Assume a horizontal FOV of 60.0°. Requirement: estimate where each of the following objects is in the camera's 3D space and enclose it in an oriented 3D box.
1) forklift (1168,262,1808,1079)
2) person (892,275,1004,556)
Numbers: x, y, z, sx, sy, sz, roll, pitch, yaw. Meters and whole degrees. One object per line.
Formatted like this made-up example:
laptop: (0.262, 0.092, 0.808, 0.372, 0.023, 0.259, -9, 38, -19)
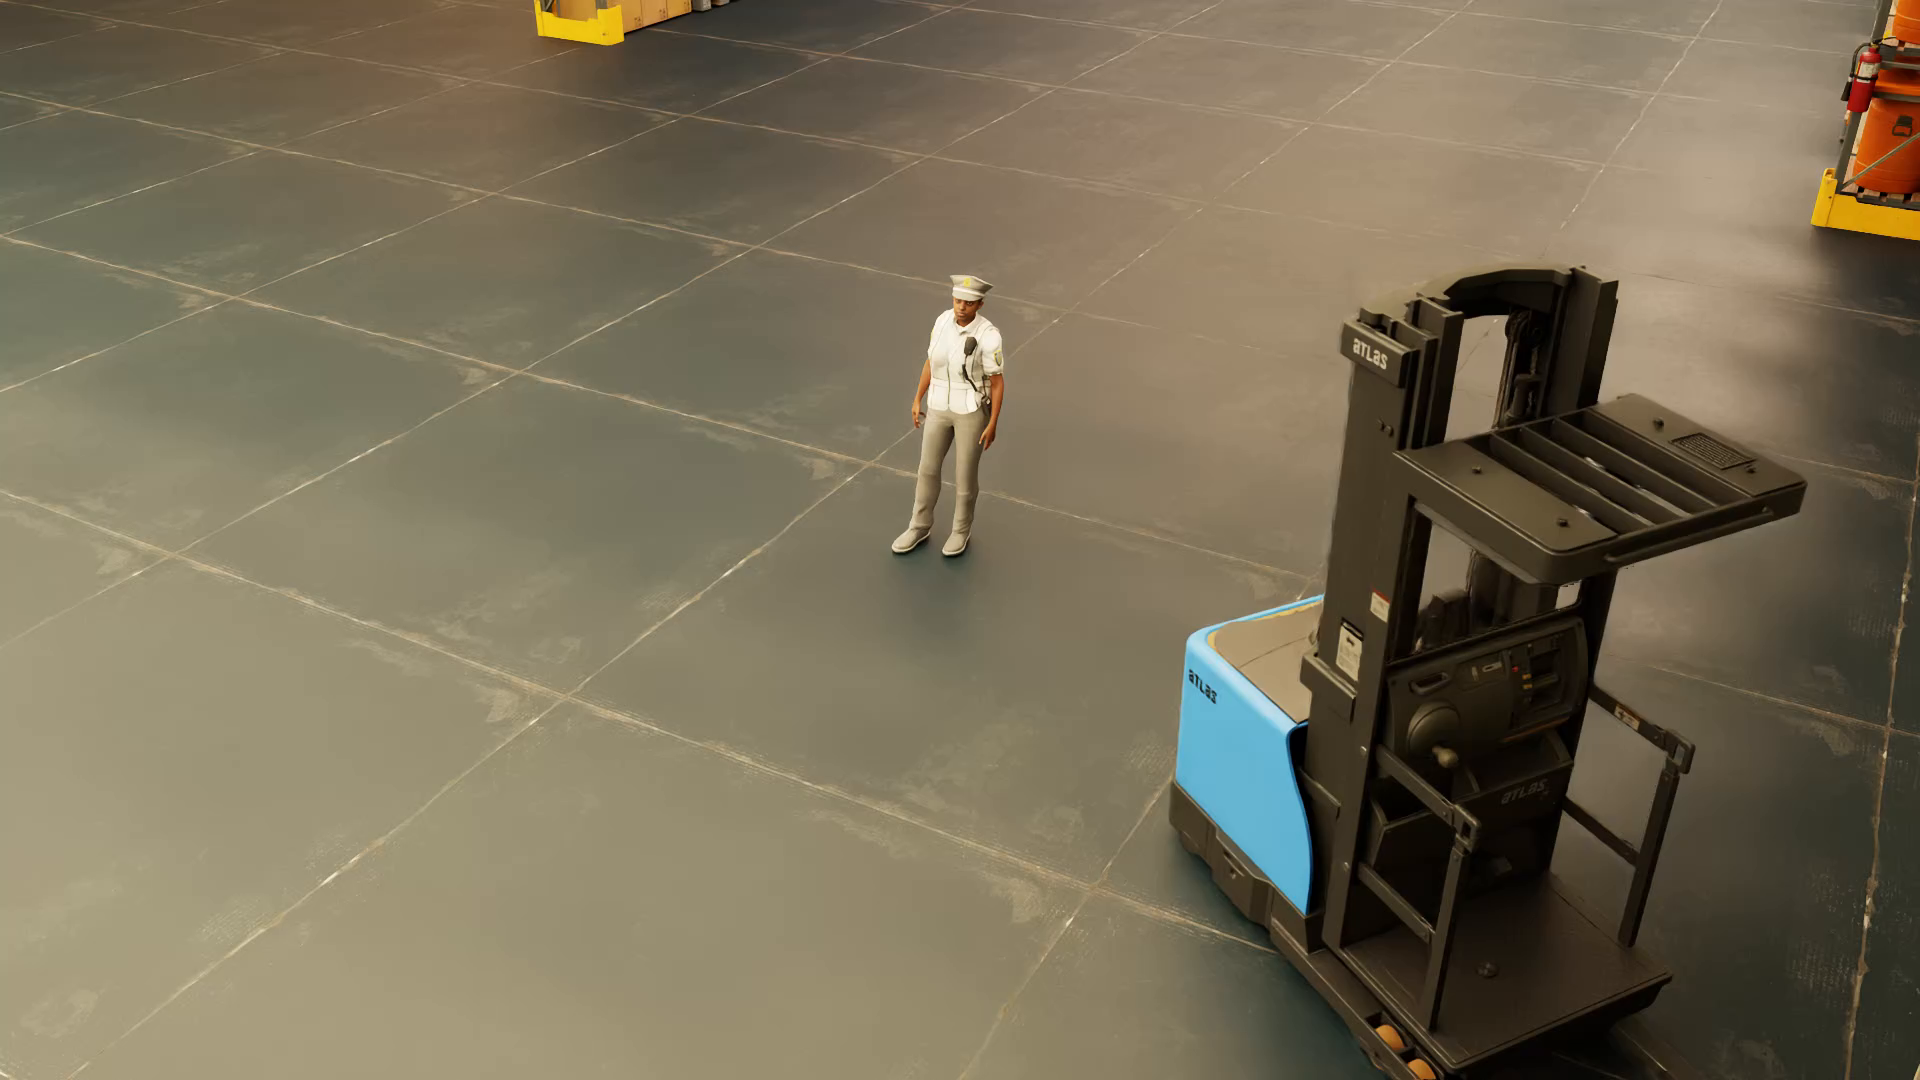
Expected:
forklift: (2.057, 0.615, 6.006, 1.130, 2.935, 3.031, -14, 33, -22)
person: (-0.054, -0.711, 9.528, 0.569, 1.692, 0.530, 15, 33, 25)
